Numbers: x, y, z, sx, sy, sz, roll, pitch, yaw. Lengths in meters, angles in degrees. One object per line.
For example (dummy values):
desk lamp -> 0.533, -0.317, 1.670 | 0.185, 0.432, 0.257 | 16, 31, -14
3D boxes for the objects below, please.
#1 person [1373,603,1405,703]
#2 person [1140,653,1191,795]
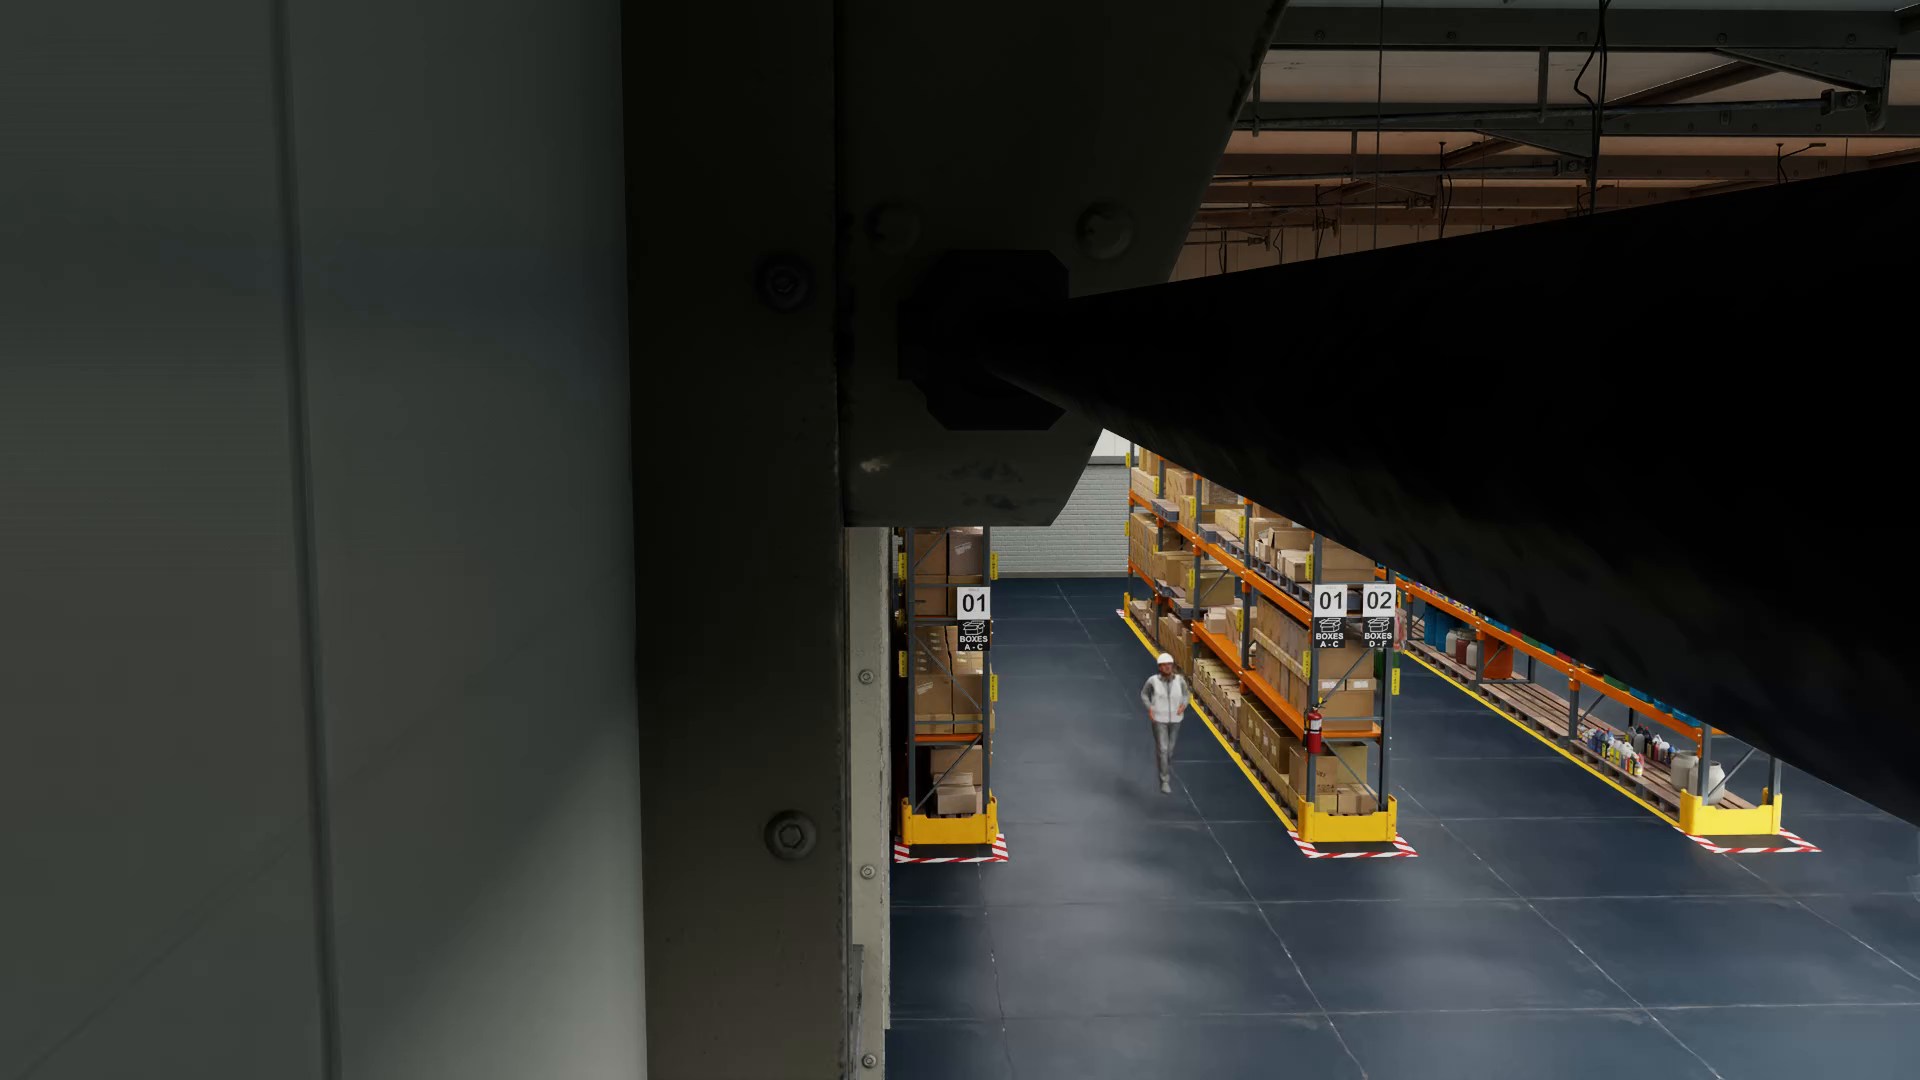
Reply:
person -> 7.202, 1.875, 28.097 | 0.683, 1.767, 0.876 | -1, 7, -6
person -> 2.712, 2.370, 21.881 | 0.652, 1.808, 0.777 | -1, 7, -7
